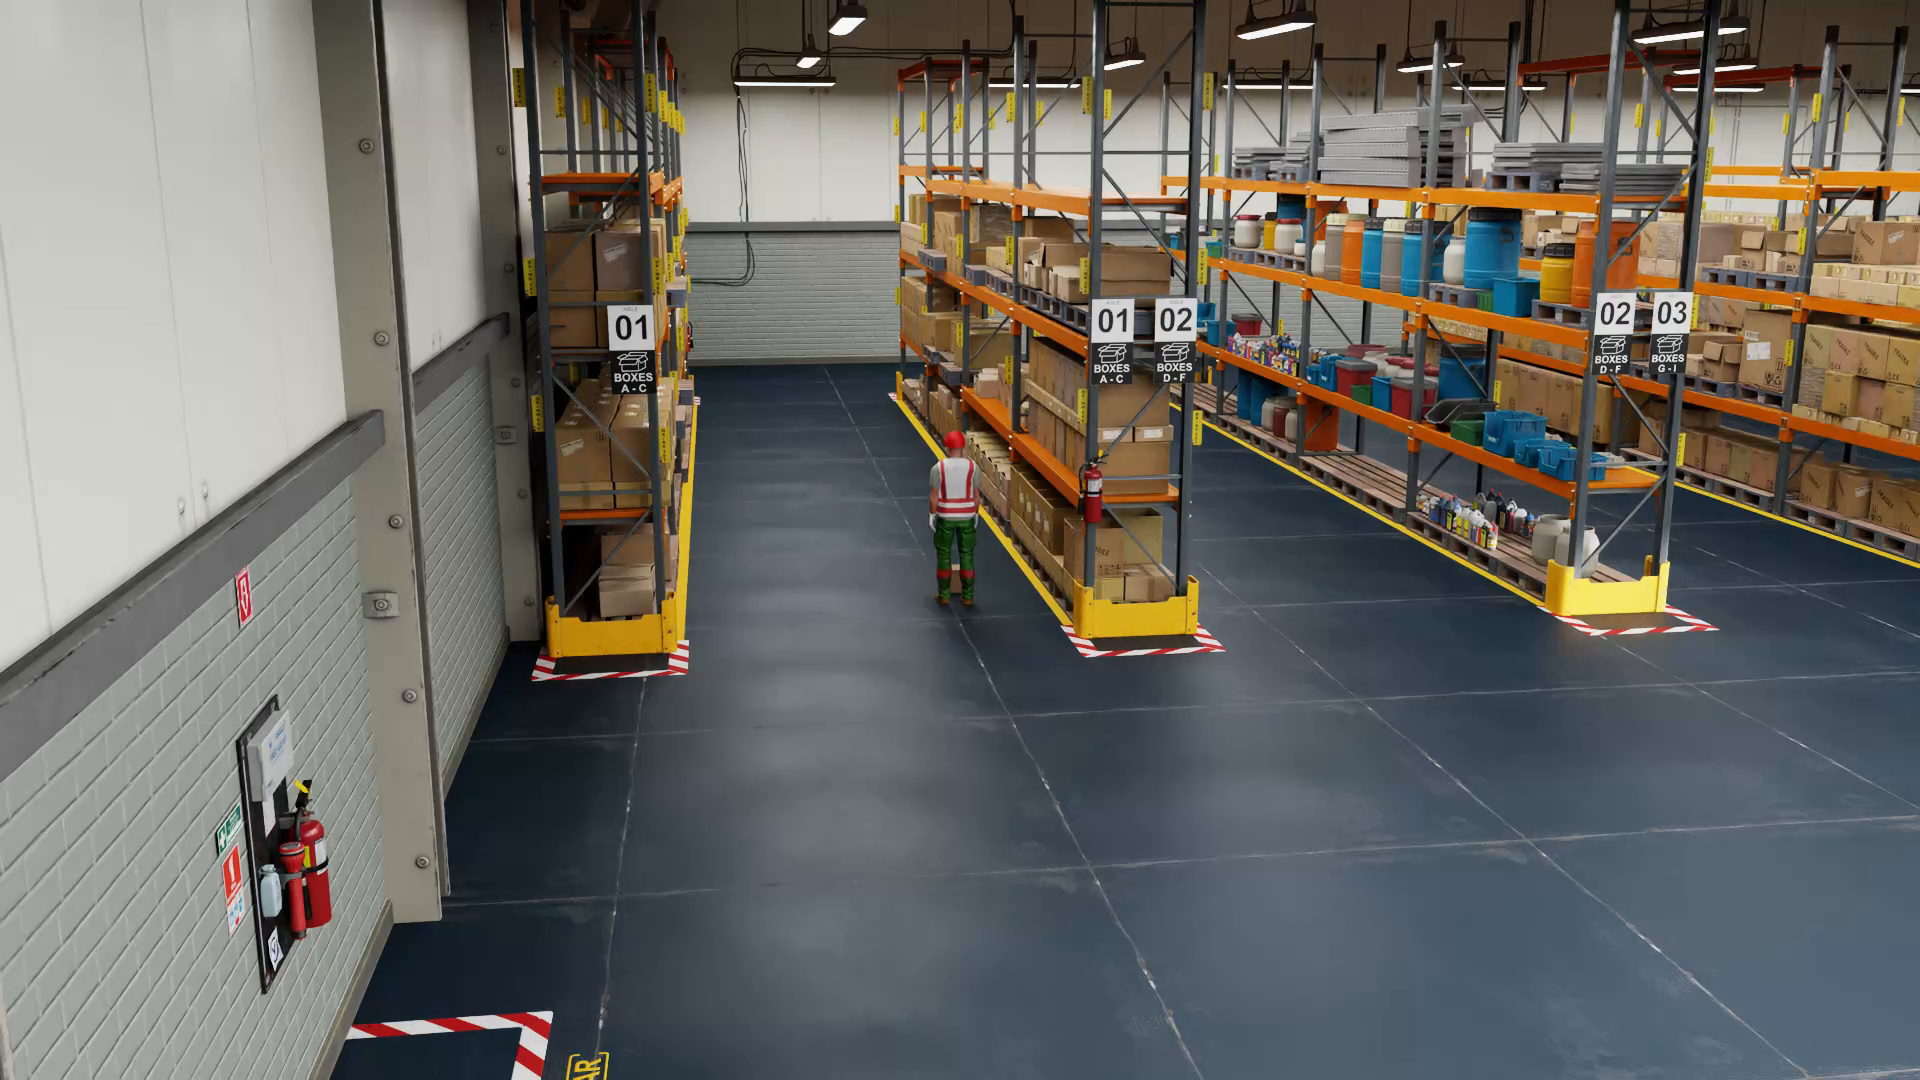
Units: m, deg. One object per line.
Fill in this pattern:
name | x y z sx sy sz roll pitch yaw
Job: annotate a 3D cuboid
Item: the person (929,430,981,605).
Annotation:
person | -0.054 -0.234 16.944 0.523 1.790 0.372 -2 13 -7
